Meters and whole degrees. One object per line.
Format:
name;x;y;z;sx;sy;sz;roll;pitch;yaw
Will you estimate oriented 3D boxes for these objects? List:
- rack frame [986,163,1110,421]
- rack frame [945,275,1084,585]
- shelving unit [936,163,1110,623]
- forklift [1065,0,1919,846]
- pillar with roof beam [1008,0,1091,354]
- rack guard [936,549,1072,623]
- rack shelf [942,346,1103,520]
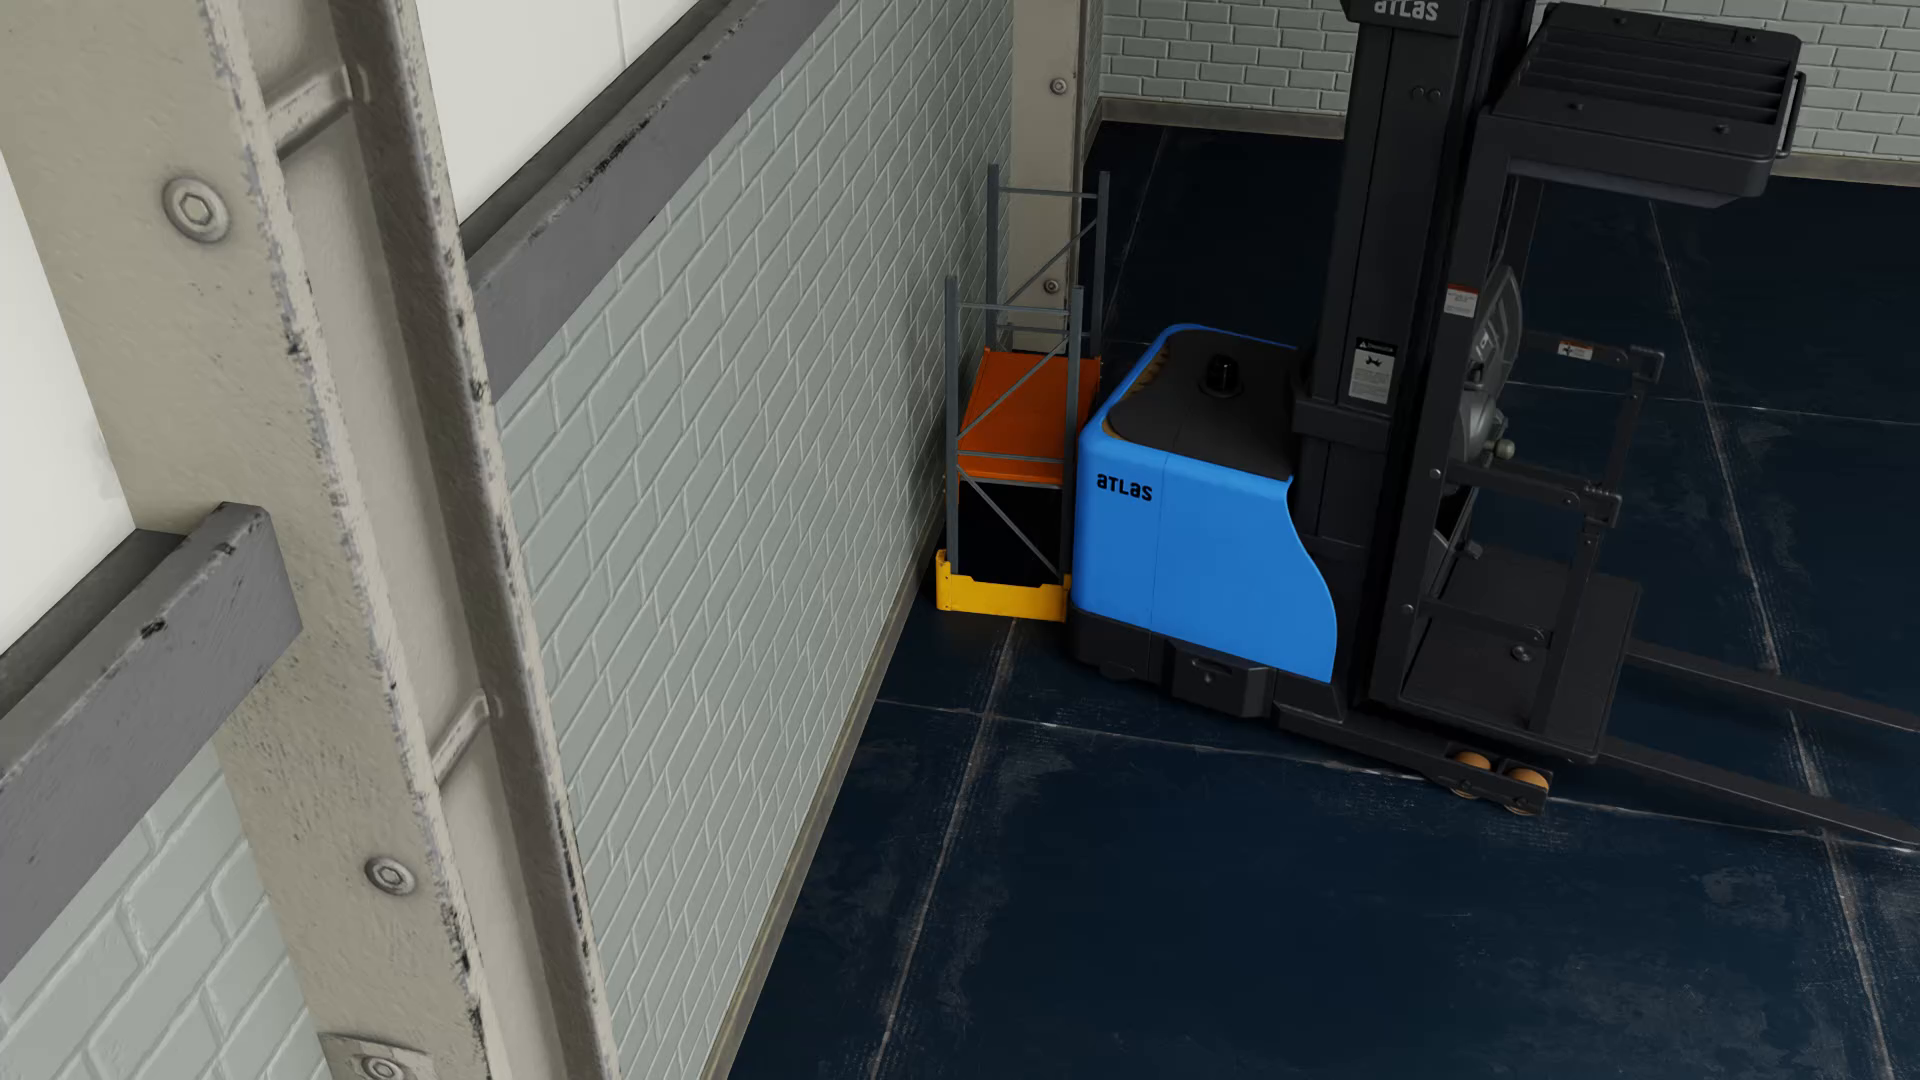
rack frame;0.362;-0.906;7.222;0.500;1.500;0.032;6;36;8
rack frame;0.194;-0.318;6.410;0.500;1.500;0.032;6;36;8
shelving unit;0.277;-0.607;6.809;0.587;1.500;1.083;6;36;8
forklift;1.966;-0.567;5.535;3.031;2.935;1.130;16;39;21
pillar with roof beam;4.634;-4.195;5.370;9.100;9.000;0.400;7;37;10
rack guard;0.195;0.188;6.778;0.587;0.250;0.087;6;36;8
rack shelf;0.278;-0.466;6.922;0.538;0.185;1.000;6;36;8
